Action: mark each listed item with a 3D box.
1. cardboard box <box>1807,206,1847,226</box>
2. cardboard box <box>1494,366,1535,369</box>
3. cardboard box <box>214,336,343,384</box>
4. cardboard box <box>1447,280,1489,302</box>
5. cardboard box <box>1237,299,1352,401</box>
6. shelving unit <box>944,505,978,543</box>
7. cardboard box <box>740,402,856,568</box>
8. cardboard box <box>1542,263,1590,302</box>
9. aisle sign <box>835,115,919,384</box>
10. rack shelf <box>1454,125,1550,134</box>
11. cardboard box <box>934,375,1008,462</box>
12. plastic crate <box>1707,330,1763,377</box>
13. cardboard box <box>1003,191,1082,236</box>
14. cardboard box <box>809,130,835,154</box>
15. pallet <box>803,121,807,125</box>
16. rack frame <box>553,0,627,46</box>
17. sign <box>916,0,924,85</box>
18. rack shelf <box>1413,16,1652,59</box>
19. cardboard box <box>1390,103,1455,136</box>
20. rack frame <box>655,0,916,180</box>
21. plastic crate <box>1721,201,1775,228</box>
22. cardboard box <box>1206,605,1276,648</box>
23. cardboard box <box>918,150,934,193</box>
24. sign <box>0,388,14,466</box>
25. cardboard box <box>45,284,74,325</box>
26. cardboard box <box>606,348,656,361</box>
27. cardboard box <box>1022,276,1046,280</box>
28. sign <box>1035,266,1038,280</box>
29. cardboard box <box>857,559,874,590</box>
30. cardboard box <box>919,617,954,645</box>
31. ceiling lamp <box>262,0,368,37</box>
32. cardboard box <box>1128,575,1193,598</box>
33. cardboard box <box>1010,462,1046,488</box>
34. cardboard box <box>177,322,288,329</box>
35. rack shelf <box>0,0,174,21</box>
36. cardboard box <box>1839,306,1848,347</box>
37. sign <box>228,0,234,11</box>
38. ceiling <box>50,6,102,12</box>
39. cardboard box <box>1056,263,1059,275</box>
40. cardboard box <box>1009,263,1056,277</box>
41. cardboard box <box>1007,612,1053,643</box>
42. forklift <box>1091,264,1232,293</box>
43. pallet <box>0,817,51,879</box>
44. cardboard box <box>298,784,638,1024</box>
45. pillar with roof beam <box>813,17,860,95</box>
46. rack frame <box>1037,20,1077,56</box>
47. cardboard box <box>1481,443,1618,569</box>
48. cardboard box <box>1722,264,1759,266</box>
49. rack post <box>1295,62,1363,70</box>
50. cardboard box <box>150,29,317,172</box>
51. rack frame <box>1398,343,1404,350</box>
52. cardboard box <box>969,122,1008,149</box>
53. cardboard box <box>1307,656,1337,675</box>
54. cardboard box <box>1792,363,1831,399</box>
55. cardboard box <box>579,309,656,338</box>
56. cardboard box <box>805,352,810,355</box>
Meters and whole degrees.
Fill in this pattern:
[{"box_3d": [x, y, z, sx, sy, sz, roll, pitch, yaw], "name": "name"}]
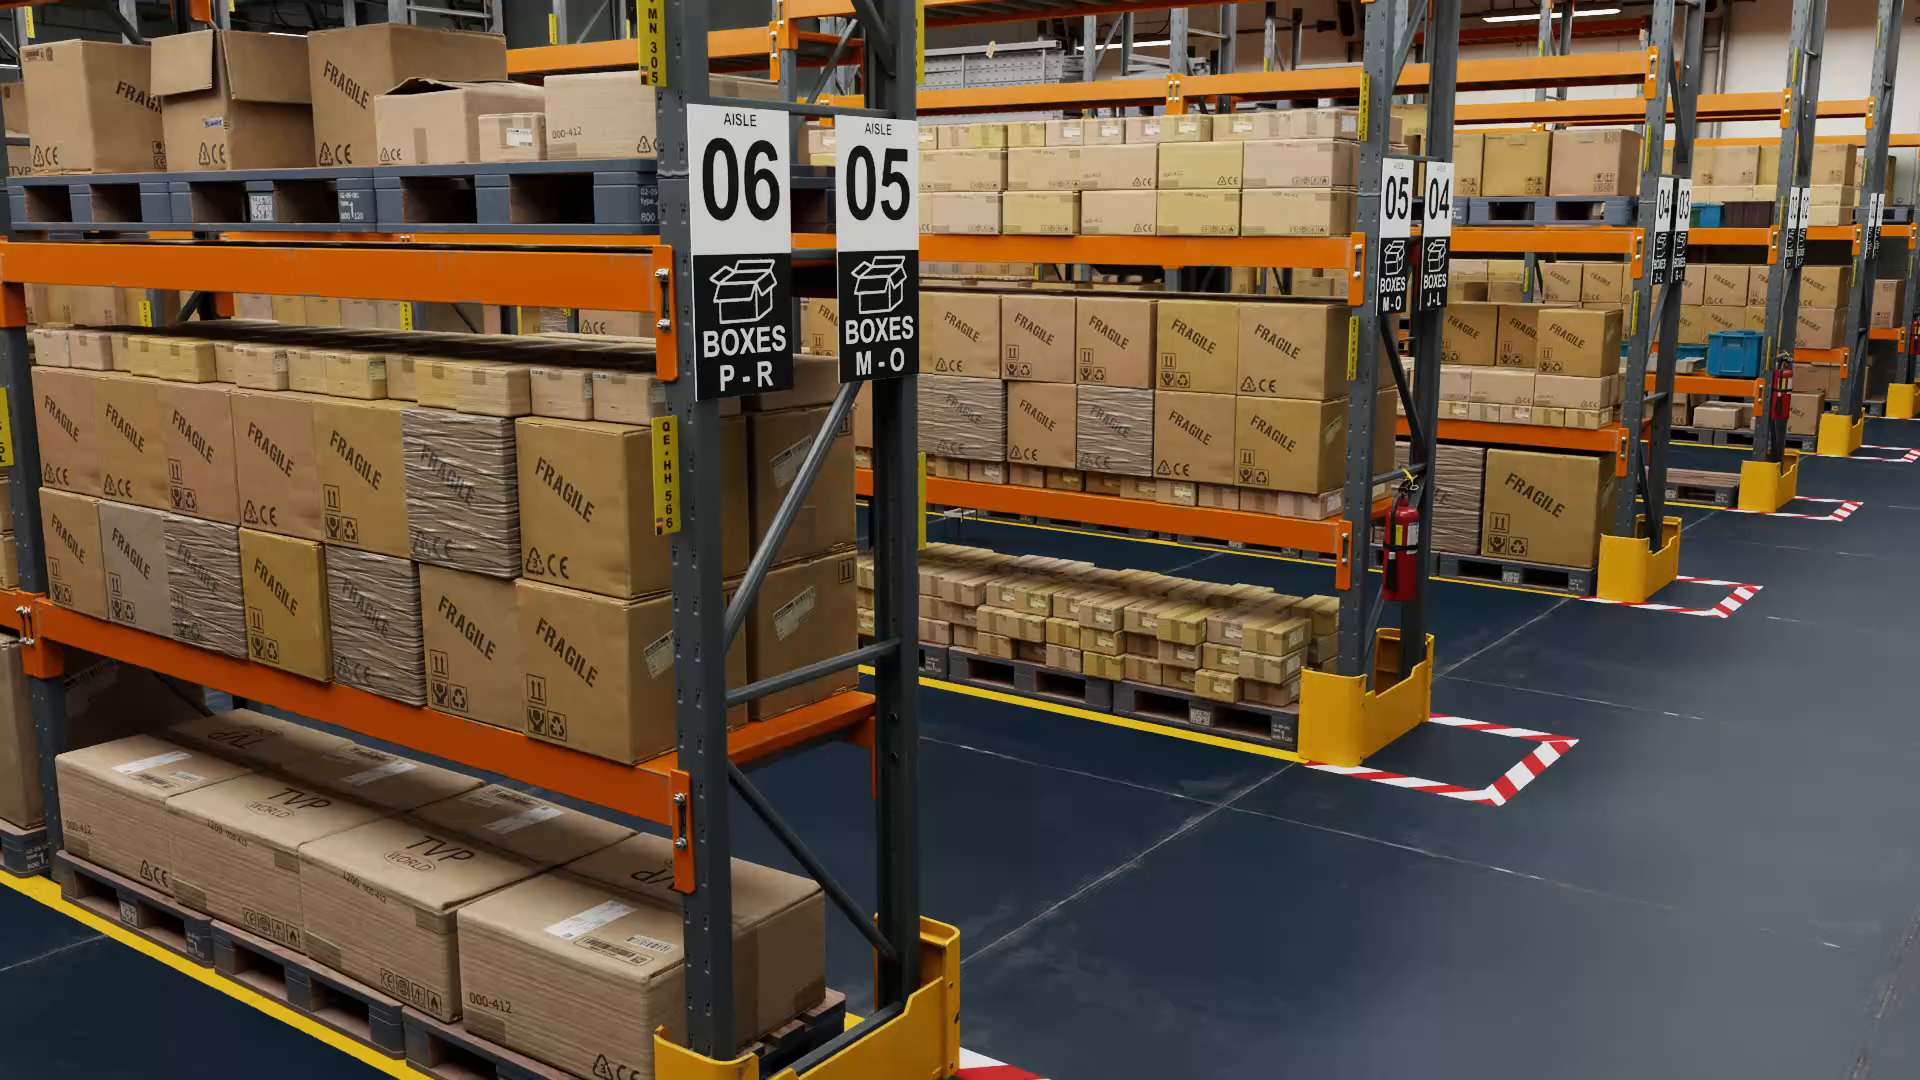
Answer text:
[{"box_3d": [10.684, -4.025, 20.658, 0.500, 0.250, 0.500, 8, 13, 36], "name": "cardboard box"}, {"box_3d": [4.738, -1.318, 13.777, 0.500, 0.250, 0.500, 8, 13, 35], "name": "cardboard box"}, {"box_3d": [-2.542, -0.673, 6.226, 0.250, 0.149, 0.380, 8, 13, 35], "name": "cardboard box"}, {"box_3d": [7.189, -3.469, 23.915, 0.700, 0.500, 0.500, -11, 15, -44], "name": "cardboard box"}, {"box_3d": [1.854, -1.044, 9.071, 0.500, 0.500, 0.500, 8, 13, 34], "name": "cardboard box"}, {"box_3d": [0.007, -0.441, 15.160, 0.210, 0.900, 0.258, 8, 13, 36], "name": "shelving unit"}, {"box_3d": [-0.696, -0.213, 5.559, 0.500, 0.500, 0.500, 8, 13, 34], "name": "cardboard box"}, {"box_3d": [8.244, -3.503, 22.562, 0.500, 0.500, 0.500, 8, 14, 37], "name": "cardboard box"}, {"box_3d": [-0.249, -0.888, 5.100, 0.004, 0.787, 0.394, 8, 13, 36], "name": "aisle sign"}, {"box_3d": [6.418, -5.679, 23.862, 4.000, 0.370, 1.077, 8, 13, 36], "name": "rack shelf"}, {"box_3d": [0.184, -0.779, 10.332, 0.500, 0.500, 0.500, 8, 13, 34], "name": "cardboard box"}, {"box_3d": [7.939, -1.907, 16.958, 0.499, 0.435, 0.616, 8, 13, 36], "name": "plastic crate"}, {"box_3d": [0.600, -1.925, 9.802, 0.500, 0.250, 0.500, 9, 14, 38], "name": "cardboard box"}, {"box_3d": [-0.763, -2.565, 10.743, 0.250, 0.149, 0.380, 8, 13, 34], "name": "cardboard box"}, {"box_3d": [-3.021, -6.082, 24.546, 1.213, 0.211, 1.003, 8, 13, 36], "name": "pallet"}, {"box_3d": [-4.284, -5.387, 19.405, 0.127, 3.000, 1.000, 8, 13, 36], "name": "rack frame"}, {"box_3d": [-0.145, -1.601, 5.219, 0.005, 0.325, 0.100, 8, 13, 36], "name": "sign"}, {"box_3d": [9.347, -8.266, 27.430, 4.000, 0.370, 1.077, 8, 13, 36], "name": "rack shelf"}, {"box_3d": [3.765, -3.467, 13.768, 0.500, 0.250, 0.500, 7, 13, 34], "name": "cardboard box"}, {"box_3d": [-0.478, -2.521, 4.589, 0.127, 3.000, 1.000, 8, 13, 36], "name": "rack frame"}, {"box_3d": [8.174, -3.346, 17.093, 0.590, 0.269, 0.497, 8, 13, 36], "name": "plastic crate"}, {"box_3d": [1.625, 0.499, 9.608, 0.250, 0.149, 0.380, 8, 14, 37], "name": "cardboard box"}, {"box_3d": [-0.209, -2.291, 10.378, 0.500, 0.250, 0.500, 8, 13, 35], "name": "cardboard box"}, {"box_3d": [-4.016, -0.471, 6.946, 0.005, 0.325, 0.100, 8, 13, 36], "name": "sign"}, {"box_3d": [-8.877, -2.529, 17.185, 0.500, 0.550, 0.875, 8, 13, 36], "name": "cardboard box"}, {"box_3d": [-0.995, -0.582, 5.756, 0.250, 0.149, 0.380, 8, 14, 37], "name": "cardboard box"}, {"box_3d": [1.236, -4.323, 27.729, 0.250, 0.149, 0.380, 8, 13, 35], "name": "cardboard box"}, {"box_3d": [1.255, -4.337, 27.282, 0.005, 0.325, 0.100, 8, 13, 36], "name": "sign"}, {"box_3d": [-0.512, 0.217, 11.063, 0.250, 0.149, 0.380, 9, 14, 38], "name": "cardboard box"}, {"box_3d": [-0.071, 0.560, 10.859, 0.250, 0.149, 0.380, 8, 13, 34], "name": "cardboard box"}, {"box_3d": [-10.943, -9.989, 27.823, 0.800, 3.185, 2.000, 8, 13, 36], "name": "ceiling lamp"}, {"box_3d": [1.262, 0.337, 10.443, 0.250, 0.149, 0.380, 9, 14, 38], "name": "cardboard box"}, {"box_3d": [0.515, -0.426, 10.214, 0.250, 0.149, 0.380, 9, 14, 38], "name": "cardboard box"}, {"box_3d": [-3.117, -0.852, 7.151, 0.250, 0.149, 0.380, 8, 14, 37], "name": "cardboard box"}, {"box_3d": [-5.314, -2.646, 8.182, 4.000, 0.370, 1.077, 8, 13, 36], "name": "rack shelf"}, {"box_3d": [11.053, -2.748, 21.295, 0.500, 0.500, 0.500, 8, 14, 37], "name": "cardboard box"}, {"box_3d": [-6.990, -5.221, 15.879, 0.005, 0.325, 0.100, 8, 13, 36], "name": "sign"}, {"box_3d": [-27.346, -16.449, 52.889, 6.000, 0.001, 6.000, 8, 13, 36], "name": "ceiling"}, {"box_3d": [1.887, -5.314, 33.189, 0.500, 0.500, 0.500, 8, 14, 36], "name": "cardboard box"}, {"box_3d": [1.221, -4.693, 27.932, 0.500, 0.500, 0.700, 8, 14, 36], "name": "cardboard box"}, {"box_3d": [0.497, 0.514, 10.312, 0.250, 0.149, 0.380, 8, 14, 36], "name": "cardboard box"}, {"box_3d": [2.062, -1.986, 17.801, 3.031, 2.935, 1.130, 9, 14, 38], "name": "forklift"}, {"box_3d": [-4.369, 1.269, 8.137, 1.213, 0.211, 1.003, 8, 13, 36], "name": "pallet"}, {"box_3d": [-1.812, 1.316, 6.192, 0.875, 0.438, 0.875, 8, 14, 37], "name": "cardboard box"}, {"box_3d": [-5.021, -8.181, 33.847, 0.548, 9.000, 9.100, 8, 13, 36], "name": "pillar with roof beam"}, {"box_3d": [1.582, -6.903, 27.242, 0.127, 3.000, 1.000, 8, 13, 36], "name": "rack frame"}, {"box_3d": [4.824, -0.315, 13.472, 0.875, 0.875, 0.875, 8, 13, 36], "name": "cardboard box"}, {"box_3d": [10.227, -3.354, 21.793, 0.500, 0.500, 0.500, 8, 14, 36], "name": "cardboard box"}, {"box_3d": [4.435, -5.309, 19.197, 0.954, 0.300, 0.937, 8, 13, 34], "name": "rack post"}, {"box_3d": [-2.596, -1.657, 6.381, 0.637, 0.503, 0.797, 9, 14, 40], "name": "cardboard box"}, {"box_3d": [7.735, -4.267, 29.410, 0.127, 3.000, 1.000, 8, 13, 36], "name": "rack frame"}, {"box_3d": [0.268, -2.410, 9.941, 0.250, 0.149, 0.380, 9, 14, 38], "name": "cardboard box"}, {"box_3d": [2.138, 0.741, 9.924, 0.250, 0.149, 0.380, 8, 14, 37], "name": "cardboard box"}, {"box_3d": [13.157, -2.466, 25.576, 0.500, 0.500, 0.700, 8, 13, 35], "name": "cardboard box"}, {"box_3d": [-3.727, -2.832, 19.306, 1.000, 1.000, 1.000, 8, 14, 36], "name": "cardboard box"}, {"box_3d": [-0.899, -1.284, 11.980, 0.250, 0.149, 0.380, 9, 14, 38], "name": "cardboard box"}]
